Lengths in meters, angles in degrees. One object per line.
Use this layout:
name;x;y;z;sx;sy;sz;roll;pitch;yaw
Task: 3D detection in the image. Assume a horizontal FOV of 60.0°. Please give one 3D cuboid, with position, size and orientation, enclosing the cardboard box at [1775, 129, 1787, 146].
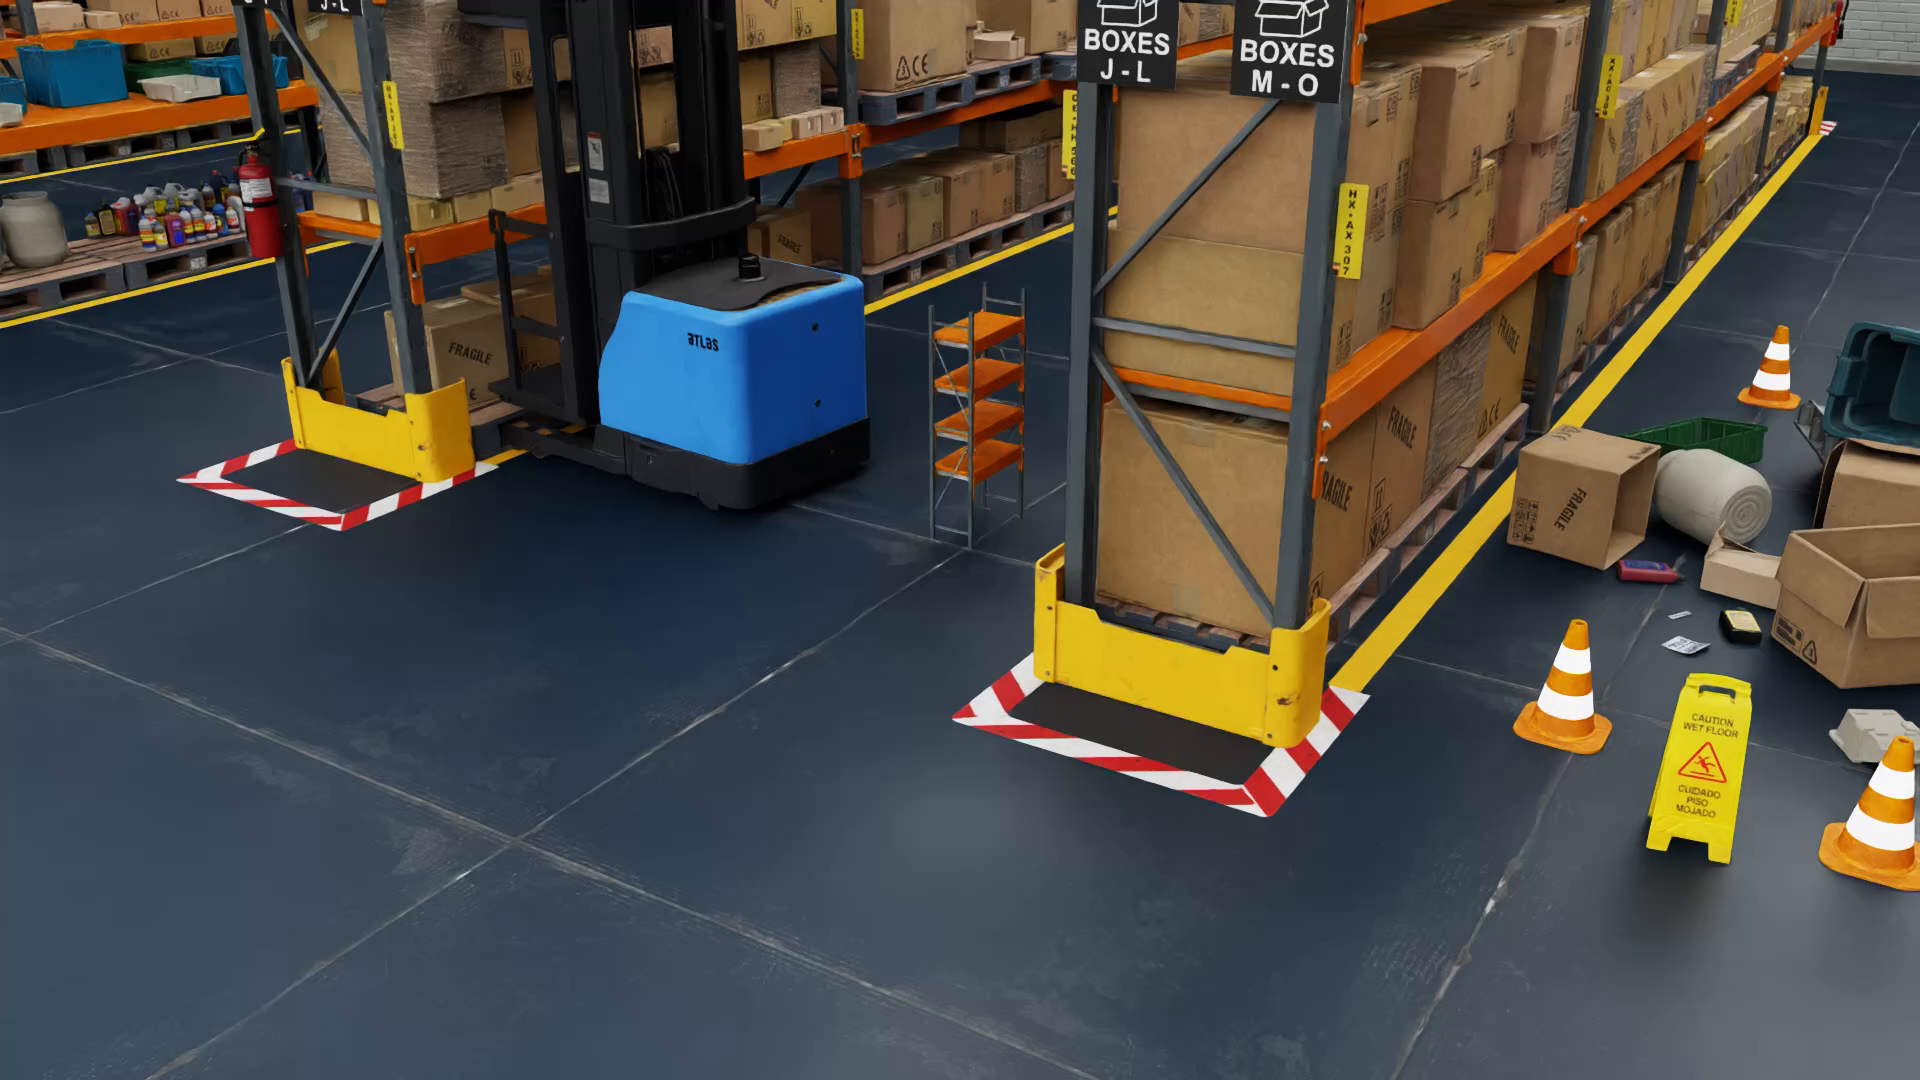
cardboard box;8.327;-4.190;17.213;0.380;0.149;0.250;13;27;28

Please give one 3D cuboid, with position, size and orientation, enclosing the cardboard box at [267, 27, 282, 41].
cardboard box;-10.271;-7.650;24.323;0.750;0.750;0.750;15;27;31

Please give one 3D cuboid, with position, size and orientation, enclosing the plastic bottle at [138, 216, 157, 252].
plastic bottle;-6.265;-2.361;12.810;0.097;0.271;0.097;0;23;0

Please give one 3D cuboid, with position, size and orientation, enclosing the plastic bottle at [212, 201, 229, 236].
plastic bottle;-5.924;-2.579;13.313;0.097;0.271;0.097;0;23;0

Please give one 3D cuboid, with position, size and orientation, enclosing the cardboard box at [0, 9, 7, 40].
cardboard box;-9.811;-5.149;16.243;0.700;0.500;0.500;13;27;28

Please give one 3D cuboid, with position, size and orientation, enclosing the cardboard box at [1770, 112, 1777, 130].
cardboard box;7.766;-4.115;16.290;0.380;0.149;0.250;15;28;31

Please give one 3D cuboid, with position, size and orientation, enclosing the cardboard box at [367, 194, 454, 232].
cardboard box;-2.925;-1.758;8.852;0.380;0.149;0.250;14;27;29

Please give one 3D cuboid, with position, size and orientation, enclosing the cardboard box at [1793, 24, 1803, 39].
cardboard box;8.146;-5.081;16.528;0.380;0.149;0.250;14;27;30

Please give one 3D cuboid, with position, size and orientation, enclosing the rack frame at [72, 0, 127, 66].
rack frame;-11.683;-7.641;22.125;1.000;3.000;0.127;14;27;29

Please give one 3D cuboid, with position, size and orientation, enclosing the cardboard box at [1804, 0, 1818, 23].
cardboard box;8.239;-5.431;16.520;0.500;0.500;0.500;13;27;28

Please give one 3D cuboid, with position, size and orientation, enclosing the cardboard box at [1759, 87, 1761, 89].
cardboard box;8.714;-5.087;18.537;0.380;0.149;0.250;14;27;30

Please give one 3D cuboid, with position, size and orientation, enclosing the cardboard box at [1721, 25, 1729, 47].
cardboard box;5.807;-3.971;13.061;0.380;0.149;0.250;13;27;27

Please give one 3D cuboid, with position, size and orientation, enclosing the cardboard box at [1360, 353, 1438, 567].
cardboard box;1.646;-0.511;7.801;0.875;0.875;0.875;13;27;28

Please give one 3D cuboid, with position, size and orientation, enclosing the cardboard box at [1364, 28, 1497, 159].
cardboard box;1.903;-2.007;7.562;0.875;0.550;0.500;14;27;29

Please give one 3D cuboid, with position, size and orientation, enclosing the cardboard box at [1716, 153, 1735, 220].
cardboard box;6.221;-3.029;14.089;0.500;0.500;0.500;13;27;28

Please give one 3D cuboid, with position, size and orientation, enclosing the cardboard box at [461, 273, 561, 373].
cardboard box;-2.648;-1.289;10.069;0.500;0.500;0.500;-20;31;-39

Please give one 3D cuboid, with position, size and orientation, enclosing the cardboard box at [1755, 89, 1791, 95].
cardboard box;8.530;-4.650;17.528;0.380;0.149;0.250;13;27;27

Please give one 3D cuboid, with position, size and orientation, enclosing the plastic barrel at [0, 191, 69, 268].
plastic barrel;-6.939;-2.323;12.444;0.421;0.512;0.421;0;23;0

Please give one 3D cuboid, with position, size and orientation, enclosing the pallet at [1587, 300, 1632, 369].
pallet;3.978;-1.514;11.481;1.003;0.211;1.213;14;27;29

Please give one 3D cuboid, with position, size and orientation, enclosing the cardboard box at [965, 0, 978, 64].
cardboard box;-0.332;-4.022;13.106;0.797;0.503;0.637;17;29;34

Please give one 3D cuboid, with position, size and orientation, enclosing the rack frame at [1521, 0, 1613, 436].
rack frame;2.992;-2.104;9.334;1.000;3.000;0.127;14;27;29

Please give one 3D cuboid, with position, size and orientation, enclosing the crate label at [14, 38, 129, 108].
crate label;-6.745;-3.559;12.651;0.502;0.435;0.616;14;27;29

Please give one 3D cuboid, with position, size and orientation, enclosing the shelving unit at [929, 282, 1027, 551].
shelving unit;0.087;-0.606;8.141;0.258;1.200;0.503;14;27;29

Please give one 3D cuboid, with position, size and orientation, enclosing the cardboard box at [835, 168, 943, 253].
cardboard box;-0.558;-2.592;13.054;0.700;0.500;0.500;14;27;29

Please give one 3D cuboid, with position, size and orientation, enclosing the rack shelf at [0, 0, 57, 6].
rack shelf;-12.738;-6.636;20.709;1.077;0.370;4.000;14;27;29

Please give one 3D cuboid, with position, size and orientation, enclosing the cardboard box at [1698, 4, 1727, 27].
cardboard box;5.783;-4.093;12.967;0.380;0.149;0.250;14;27;29

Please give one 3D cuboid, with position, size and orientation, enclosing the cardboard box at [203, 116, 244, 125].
cardboard box;-8.348;-4.789;18.468;0.500;0.250;0.500;14;27;30

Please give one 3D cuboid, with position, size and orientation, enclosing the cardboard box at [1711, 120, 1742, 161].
cardboard box;6.211;-3.361;13.912;0.500;0.250;0.500;14;27;29

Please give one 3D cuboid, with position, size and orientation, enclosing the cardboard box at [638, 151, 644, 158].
cardboard box;-2.052;-2.244;9.974;0.380;0.149;0.250;14;27;29

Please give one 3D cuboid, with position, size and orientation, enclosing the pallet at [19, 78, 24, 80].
pallet;-12.096;-6.098;22.071;1.003;0.211;1.213;14;27;29

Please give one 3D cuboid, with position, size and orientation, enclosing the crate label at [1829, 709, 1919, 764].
crate label;3.512;0.752;6.341;0.250;0.136;0.298;1;23;2

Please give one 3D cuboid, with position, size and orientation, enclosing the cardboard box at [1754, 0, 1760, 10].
cardboard box;6.616;-4.629;14.206;0.380;0.149;0.250;13;27;27

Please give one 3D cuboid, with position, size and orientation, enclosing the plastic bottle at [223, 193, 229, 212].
plastic bottle;-5.922;-2.687;13.546;0.061;0.283;0.133;14;27;29

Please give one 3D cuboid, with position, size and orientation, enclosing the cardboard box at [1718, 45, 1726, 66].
cardboard box;5.793;-3.821;13.089;0.380;0.149;0.250;15;28;32

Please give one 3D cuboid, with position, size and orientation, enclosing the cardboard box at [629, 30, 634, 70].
cardboard box;-2.224;-2.933;9.491;0.500;0.500;0.500;14;27;29

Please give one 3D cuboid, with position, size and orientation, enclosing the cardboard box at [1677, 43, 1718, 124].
cardboard box;5.093;-3.291;11.951;0.500;0.500;0.500;14;27;29

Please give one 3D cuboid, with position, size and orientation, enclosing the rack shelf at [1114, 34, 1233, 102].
rack shelf;1.997;-4.872;16.634;1.077;0.370;4.000;14;27;29

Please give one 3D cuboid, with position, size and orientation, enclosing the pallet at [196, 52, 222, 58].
pallet;-10.558;-7.022;24.205;1.003;0.211;1.213;14;27;29

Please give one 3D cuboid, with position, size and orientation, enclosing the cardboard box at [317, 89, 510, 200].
cardboard box;-2.965;-2.189;9.031;0.875;0.500;0.500;14;27;29

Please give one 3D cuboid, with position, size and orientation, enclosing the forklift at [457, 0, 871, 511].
forklift;-1.966;-1.950;9.065;3.031;2.935;1.130;17;29;34

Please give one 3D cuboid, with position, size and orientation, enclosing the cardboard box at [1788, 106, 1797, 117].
cardboard box;8.600;-4.501;17.557;0.380;0.149;0.250;15;28;32

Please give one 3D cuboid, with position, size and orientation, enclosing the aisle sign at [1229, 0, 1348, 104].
aisle sign;1.100;-1.860;5.498;0.394;0.787;0.004;14;27;29

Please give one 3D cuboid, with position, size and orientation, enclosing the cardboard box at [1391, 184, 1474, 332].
cardboard box;1.713;-1.310;7.312;0.875;0.550;0.550;14;27;29

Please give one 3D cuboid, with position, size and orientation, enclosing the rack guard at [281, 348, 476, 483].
rack guard;-3.238;-0.706;9.251;1.175;0.500;0.348;14;27;29

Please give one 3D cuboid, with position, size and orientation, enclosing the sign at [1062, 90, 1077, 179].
sign;0.429;-1.512;6.211;0.100;0.325;0.005;14;27;29

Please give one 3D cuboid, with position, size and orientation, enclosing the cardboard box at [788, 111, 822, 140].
cardboard box;-1.172;-2.845;11.363;0.380;0.149;0.250;14;27;29

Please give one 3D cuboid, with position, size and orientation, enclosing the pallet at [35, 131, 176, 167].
pallet;-9.227;-4.232;17.759;1.003;0.211;1.213;14;27;29

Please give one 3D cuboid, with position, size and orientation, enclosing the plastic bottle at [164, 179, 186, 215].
plastic bottle;-6.478;-2.809;13.743;0.144;0.351;0.185;14;27;29

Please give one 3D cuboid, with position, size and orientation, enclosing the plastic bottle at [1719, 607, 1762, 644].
plastic bottle;3.431;0.366;7.328;0.133;0.061;0.283;5;24;11

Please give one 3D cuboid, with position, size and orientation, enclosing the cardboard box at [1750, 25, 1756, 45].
cardboard box;6.627;-4.354;14.321;0.380;0.149;0.250;13;26;27

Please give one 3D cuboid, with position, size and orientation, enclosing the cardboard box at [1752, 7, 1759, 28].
cardboard box;6.620;-4.489;14.257;0.380;0.149;0.250;12;26;26

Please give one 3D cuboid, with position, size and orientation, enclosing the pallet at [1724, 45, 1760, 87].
pallet;6.112;-4.042;14.053;1.003;0.211;1.213;14;27;29

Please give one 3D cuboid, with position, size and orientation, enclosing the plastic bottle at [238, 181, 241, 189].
plastic bottle;-6.032;-2.986;14.152;0.144;0.351;0.185;14;27;29

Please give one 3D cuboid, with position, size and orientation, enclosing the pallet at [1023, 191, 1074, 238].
pallet;0.528;-2.984;14.877;1.003;0.211;1.213;14;27;29

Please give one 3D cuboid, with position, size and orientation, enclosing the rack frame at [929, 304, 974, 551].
rack frame;-0.041;-0.524;7.950;0.240;1.200;0.015;14;27;29

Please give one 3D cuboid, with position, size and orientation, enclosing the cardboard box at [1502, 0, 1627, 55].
cardboard box;3.519;-2.951;9.907;0.700;0.500;0.500;13;27;28

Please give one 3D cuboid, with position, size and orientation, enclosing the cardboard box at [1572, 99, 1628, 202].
cardboard box;3.498;-2.271;9.593;0.500;0.500;0.500;14;27;30
